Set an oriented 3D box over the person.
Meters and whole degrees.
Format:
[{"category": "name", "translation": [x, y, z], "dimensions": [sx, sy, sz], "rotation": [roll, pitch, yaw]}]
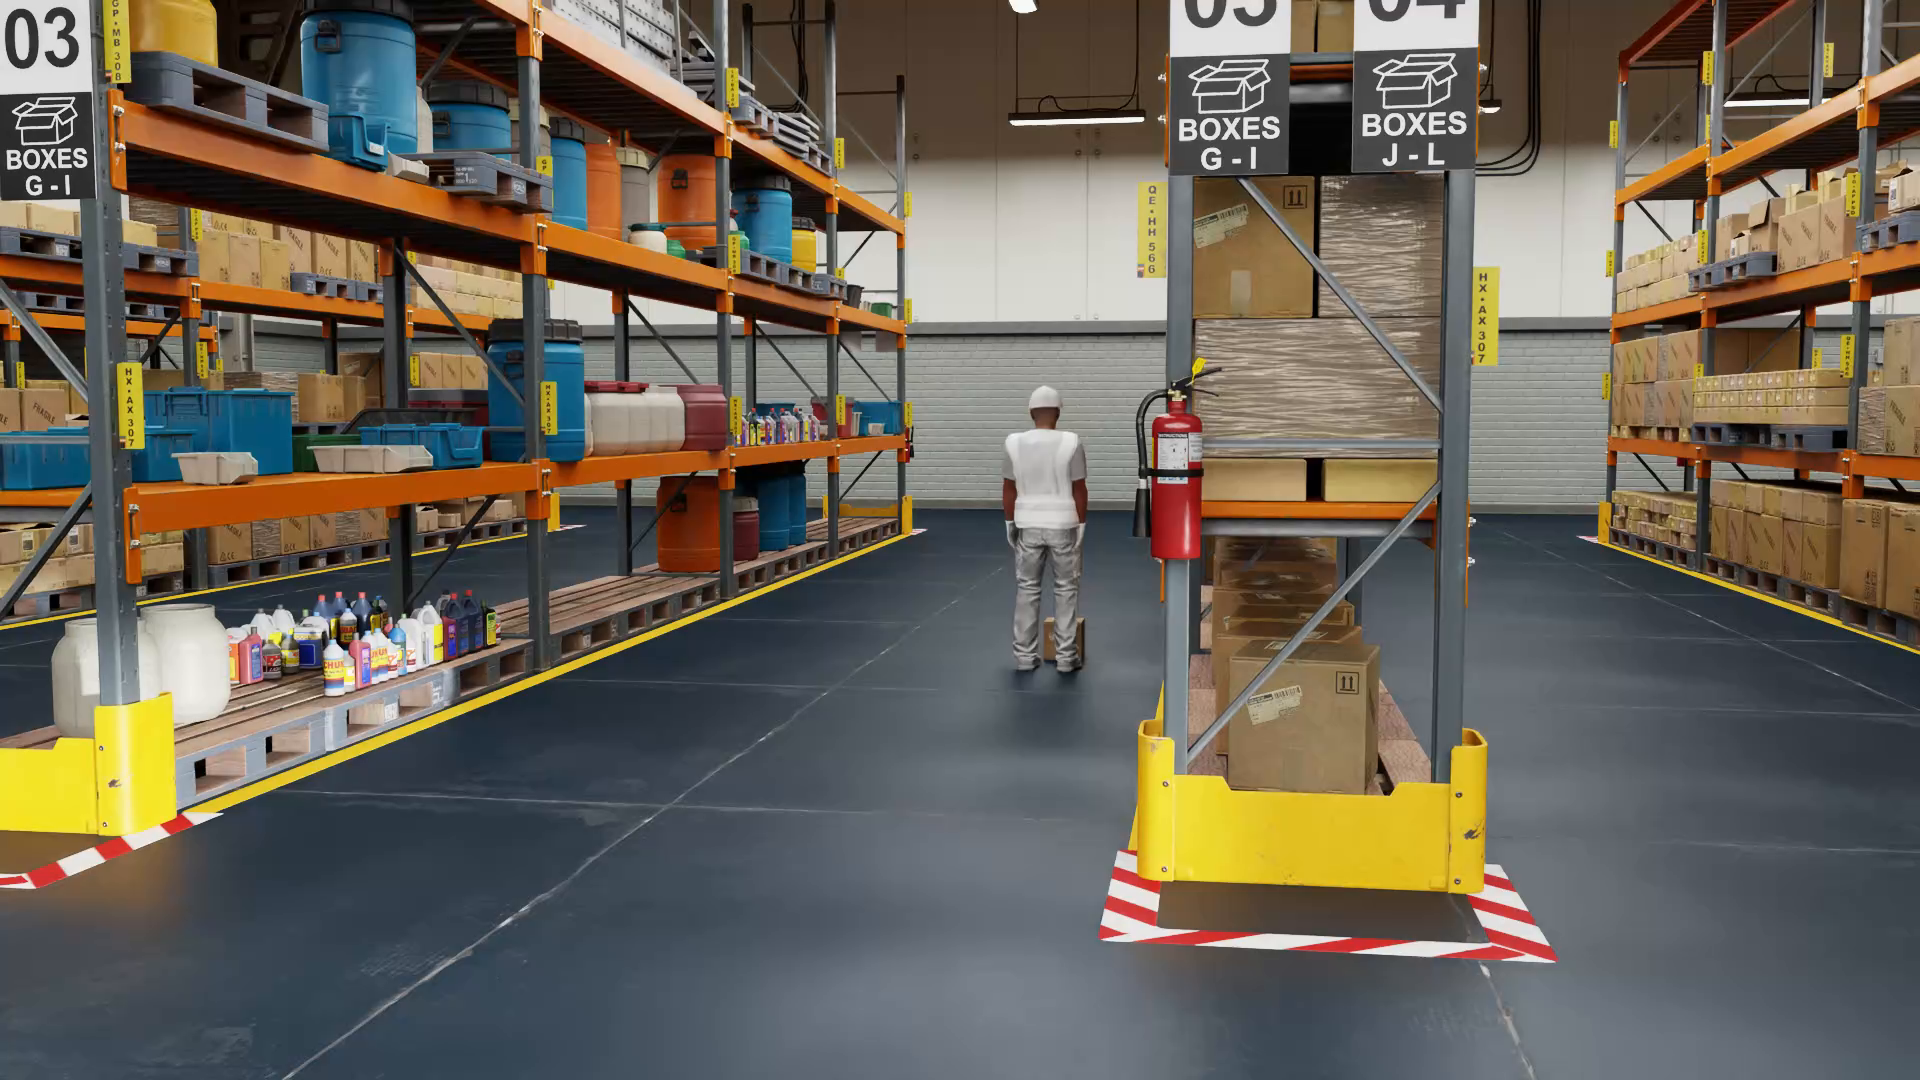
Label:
[{"category": "person", "translation": [0.535, -0.073, 10.434], "dimensions": [0.548, 1.776, 0.359], "rotation": [1, 5, 17]}]
